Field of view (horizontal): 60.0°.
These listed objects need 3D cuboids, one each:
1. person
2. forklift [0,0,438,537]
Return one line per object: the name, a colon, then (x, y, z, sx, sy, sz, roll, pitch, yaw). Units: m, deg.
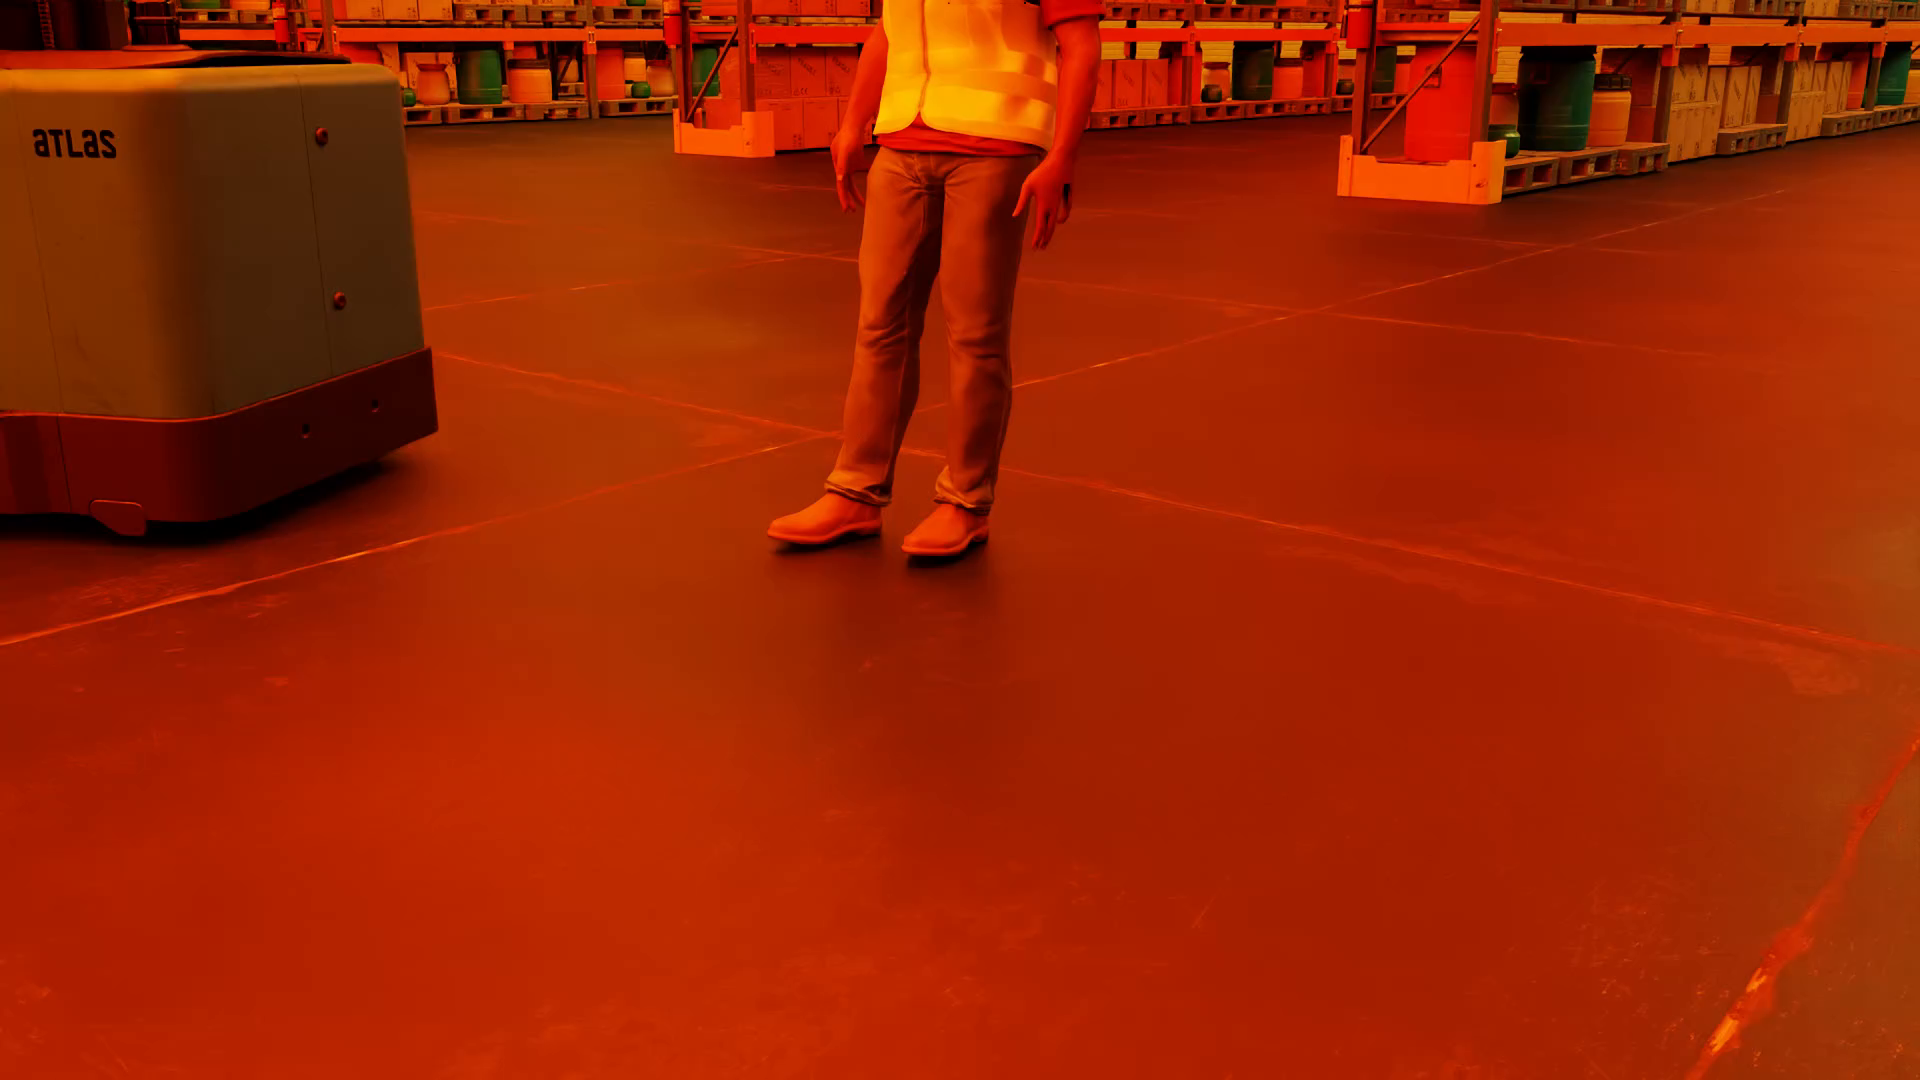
person: (-0.049, -0.837, 3.635, 0.666, 1.768, 0.575, 13, 21, 37)
forklift: (-3.053, -1.619, 4.230, 3.031, 2.935, 1.130, 4, 17, 13)
